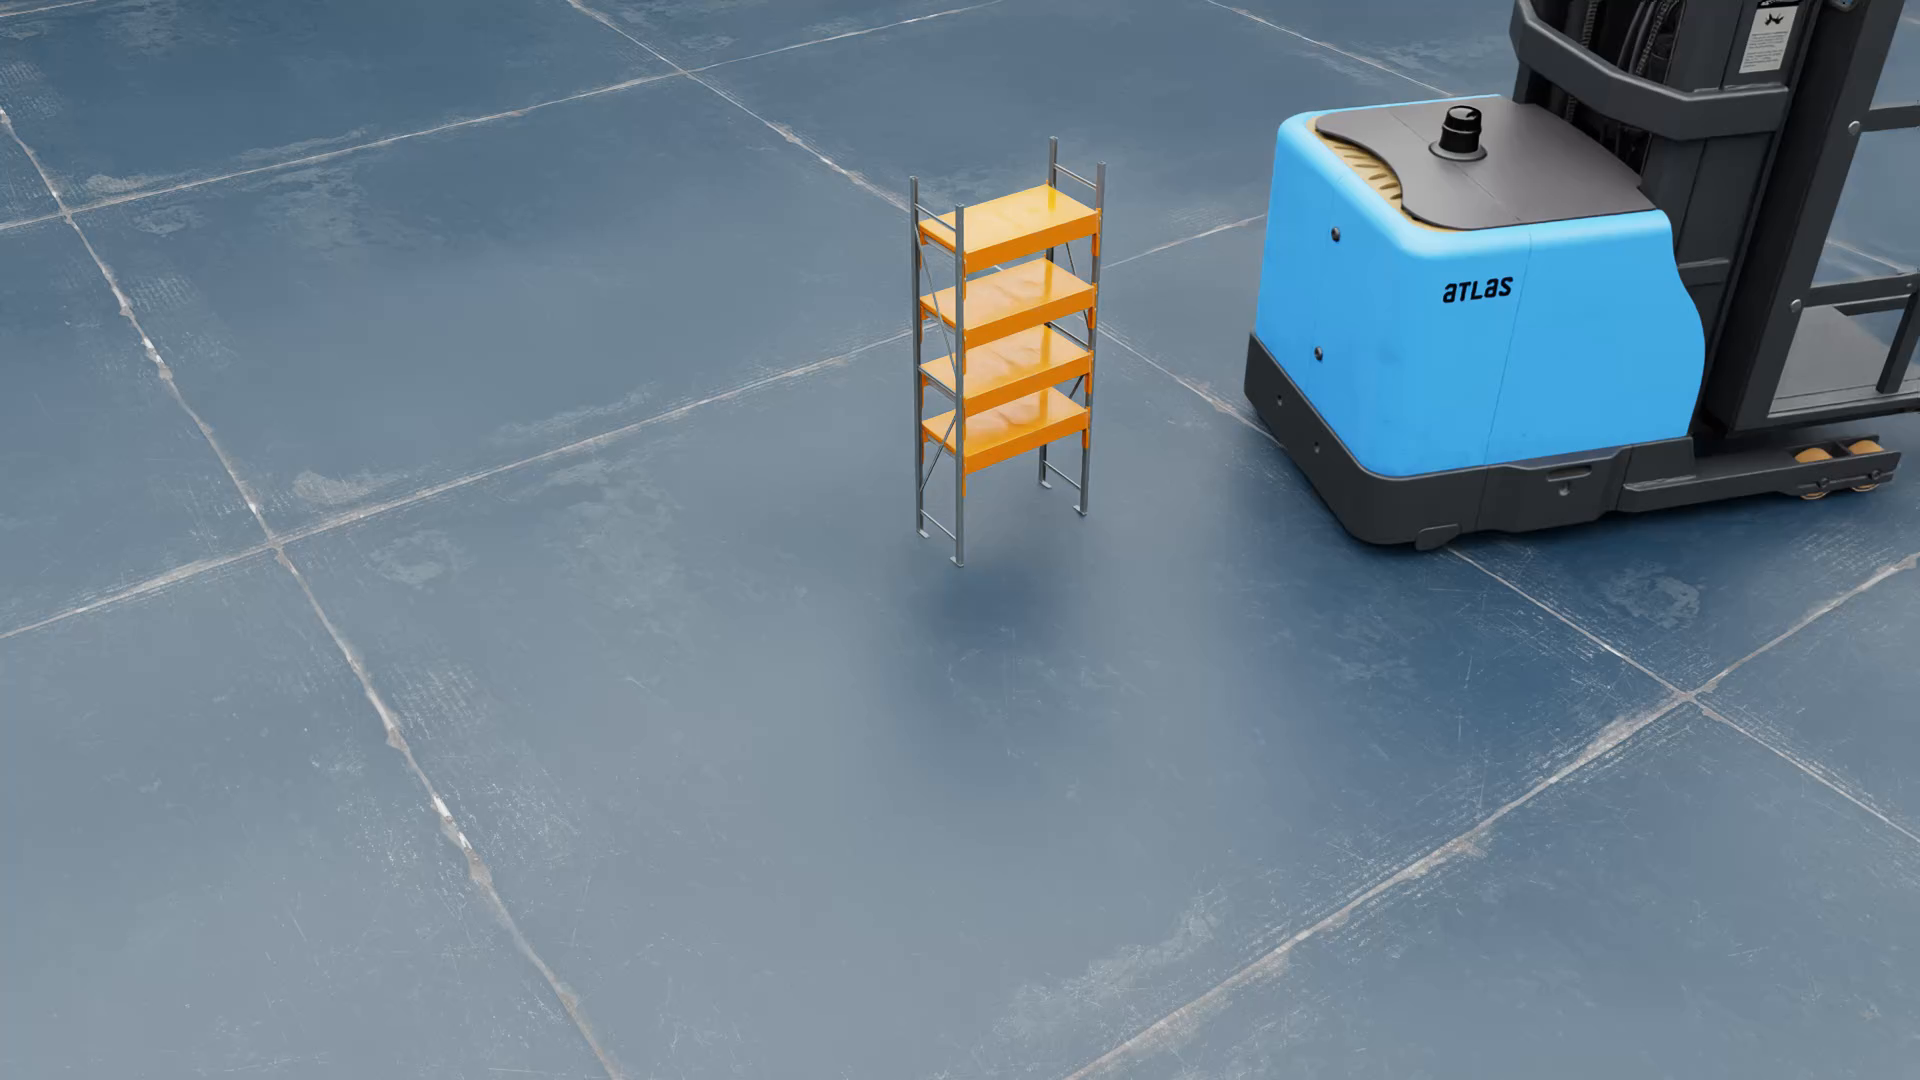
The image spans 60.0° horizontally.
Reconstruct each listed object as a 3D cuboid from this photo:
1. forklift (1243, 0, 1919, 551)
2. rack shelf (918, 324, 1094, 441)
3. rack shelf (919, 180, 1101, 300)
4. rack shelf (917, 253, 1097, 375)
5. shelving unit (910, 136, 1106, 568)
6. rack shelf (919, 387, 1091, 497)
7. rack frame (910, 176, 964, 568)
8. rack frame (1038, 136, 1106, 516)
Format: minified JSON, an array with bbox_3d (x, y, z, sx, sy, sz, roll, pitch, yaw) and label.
[{"bbox_3d":[2.572,-1.613,4.983,3.031,2.935,1.130,-8,37,-11],"label":"forklift"},{"bbox_3d":[0.135,-0.488,5.016,0.480,0.148,0.258,-22,41,-28],"label":"rack shelf"},{"bbox_3d":[0.135,-0.862,4.748,0.480,0.148,0.258,-22,41,-28],"label":"rack shelf"},{"bbox_3d":[0.135,-0.670,4.886,0.480,0.148,0.258,-22,41,-28],"label":"rack shelf"},{"bbox_3d":[0.135,-0.543,4.977,0.503,1.200,0.258,-22,41,-28],"label":"shelving unit"},{"bbox_3d":[0.135,-0.327,5.132,0.480,0.148,0.258,-22,41,-28],"label":"rack shelf"},{"bbox_3d":[-0.064,-0.461,4.863,0.015,1.200,0.240,-22,41,-28],"label":"rack frame"},{"bbox_3d":[0.335,-0.625,5.091,0.015,1.200,0.240,-22,41,-28],"label":"rack frame"}]
